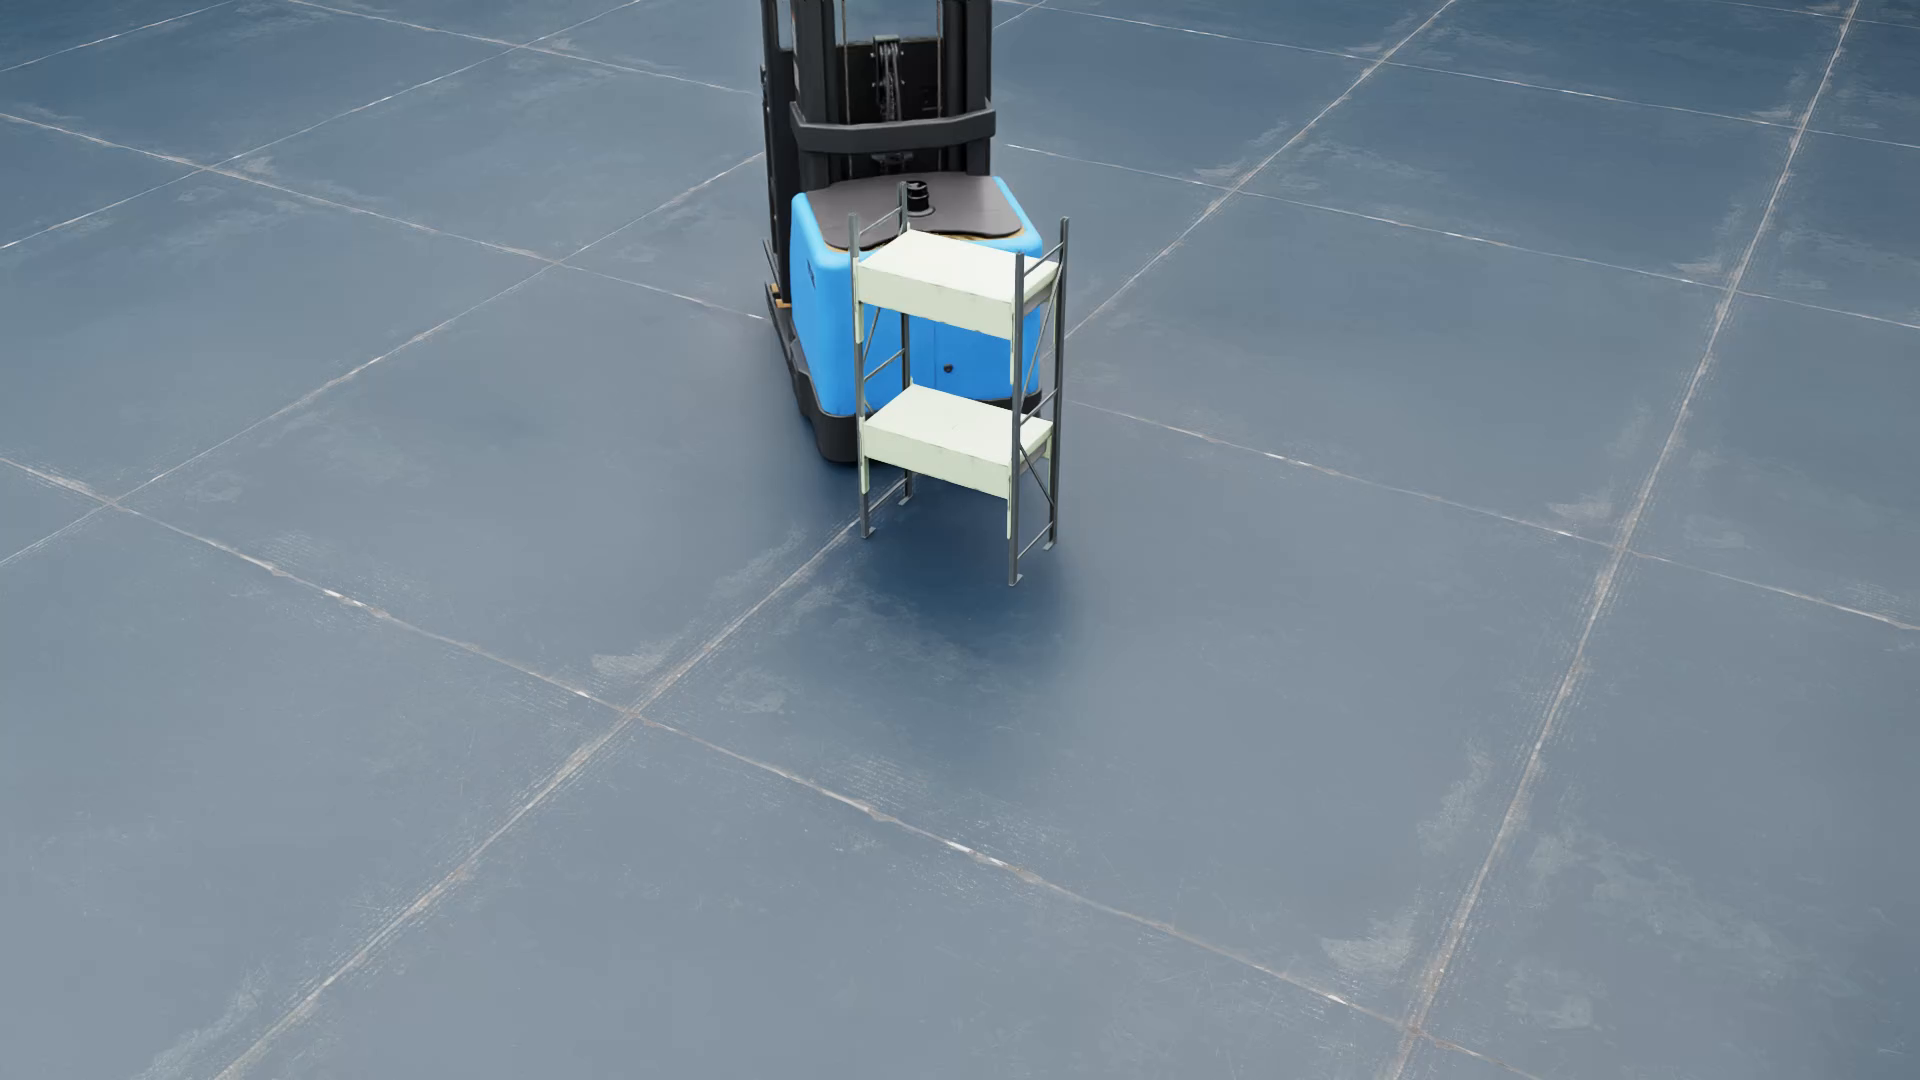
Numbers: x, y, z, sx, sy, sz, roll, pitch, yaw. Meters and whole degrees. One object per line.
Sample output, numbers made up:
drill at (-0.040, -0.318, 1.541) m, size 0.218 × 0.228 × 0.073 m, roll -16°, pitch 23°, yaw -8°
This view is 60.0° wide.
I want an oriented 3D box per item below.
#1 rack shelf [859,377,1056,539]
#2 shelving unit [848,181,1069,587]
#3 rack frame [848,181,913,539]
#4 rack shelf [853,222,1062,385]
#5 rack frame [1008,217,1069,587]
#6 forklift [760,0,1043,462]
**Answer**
rack shelf at (-0.006, -0.355, 7.018) m, size 0.720 × 0.370 × 0.431 m, roll 18°, pitch 37°, yaw 24°
shelving unit at (-0.006, -0.626, 6.837) m, size 0.755 × 1.500 × 0.431 m, roll 18°, pitch 37°, yaw 24°
rack frame at (-0.324, -0.727, 6.988) m, size 0.023 × 1.500 × 0.400 m, roll 18°, pitch 37°, yaw 24°
rack shelf at (-0.006, -0.951, 6.621) m, size 0.720 × 0.370 × 0.431 m, roll 18°, pitch 37°, yaw 24°
rack frame at (0.312, -0.525, 6.686) m, size 0.023 × 1.500 × 0.400 m, roll 18°, pitch 37°, yaw 24°
forklift at (-0.445, -2.389, 8.193) m, size 1.130 × 2.935 × 3.031 m, roll -7°, pitch 34°, yaw -11°
